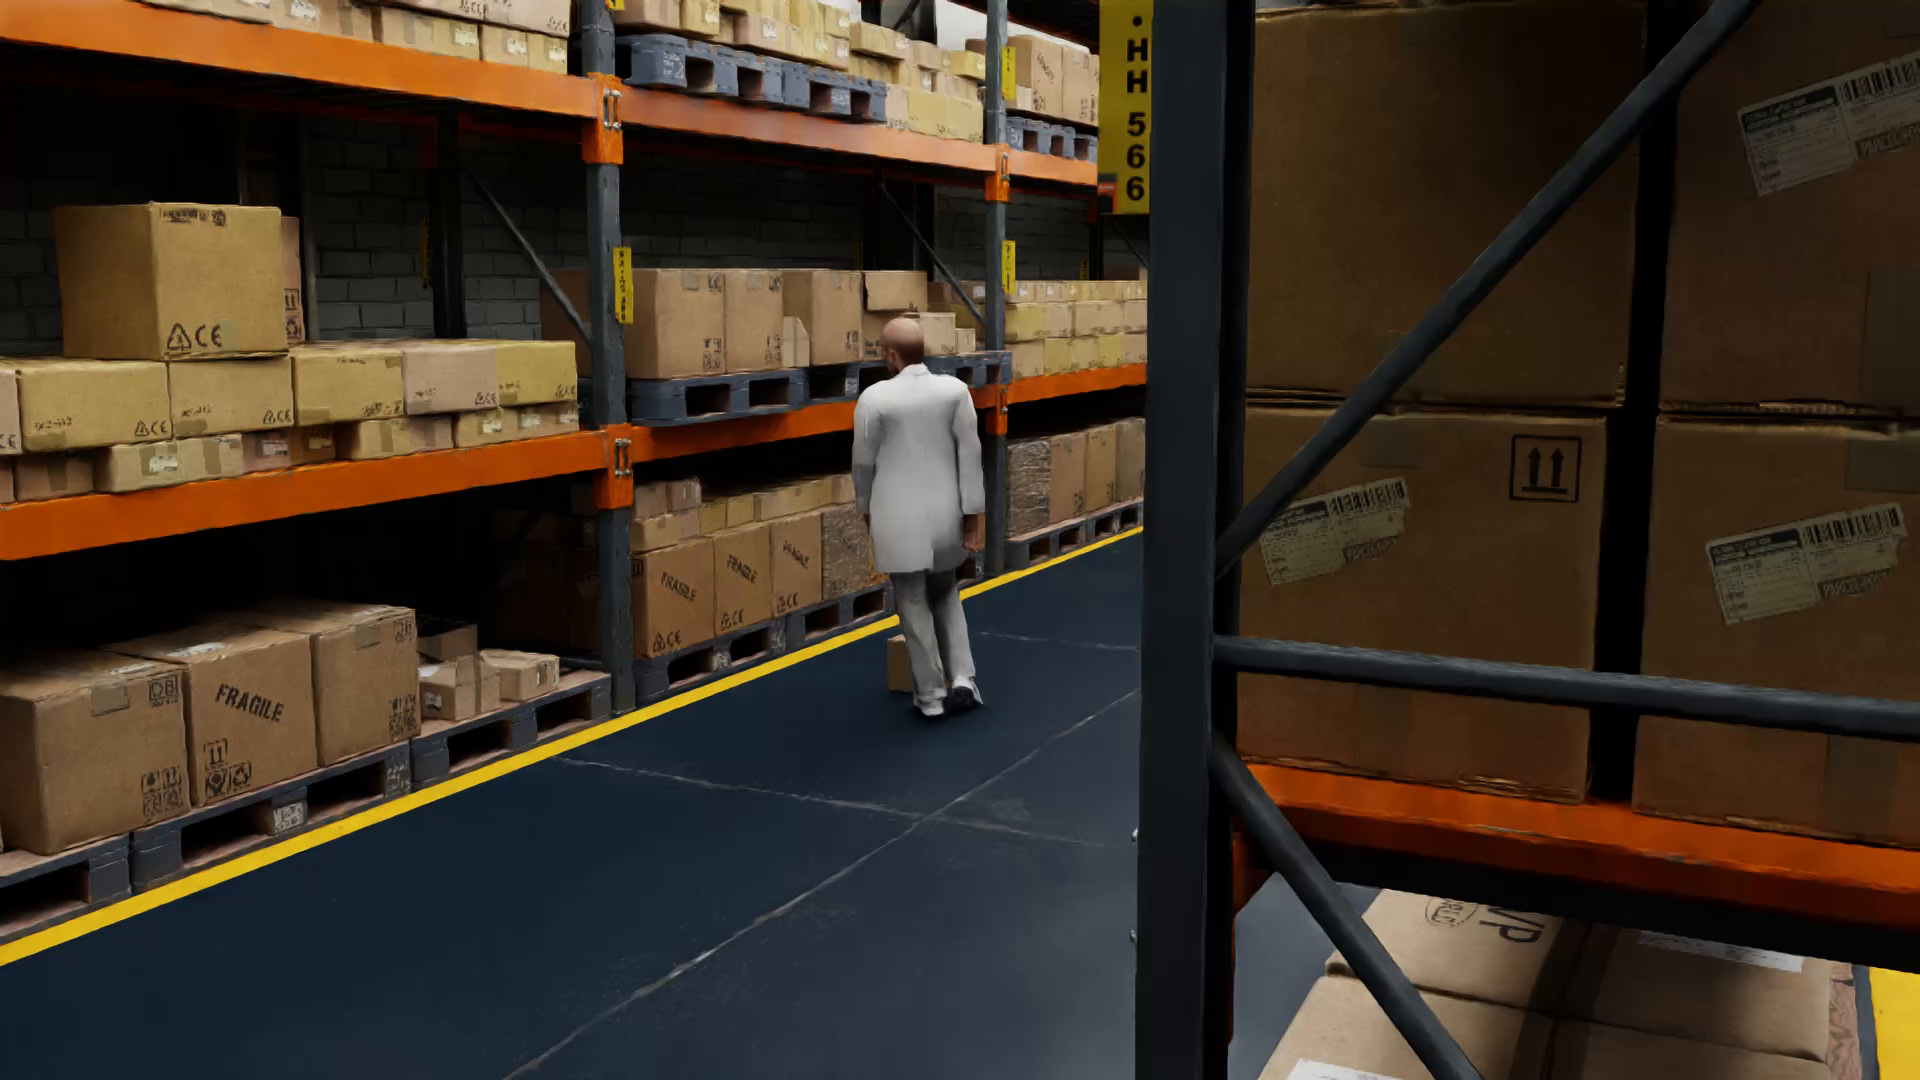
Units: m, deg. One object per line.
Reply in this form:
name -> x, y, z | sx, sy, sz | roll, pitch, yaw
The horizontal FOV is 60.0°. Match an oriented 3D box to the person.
person -> -0.180, -0.073, 7.481 | 0.670, 1.842, 0.448 | -4, 10, -21
